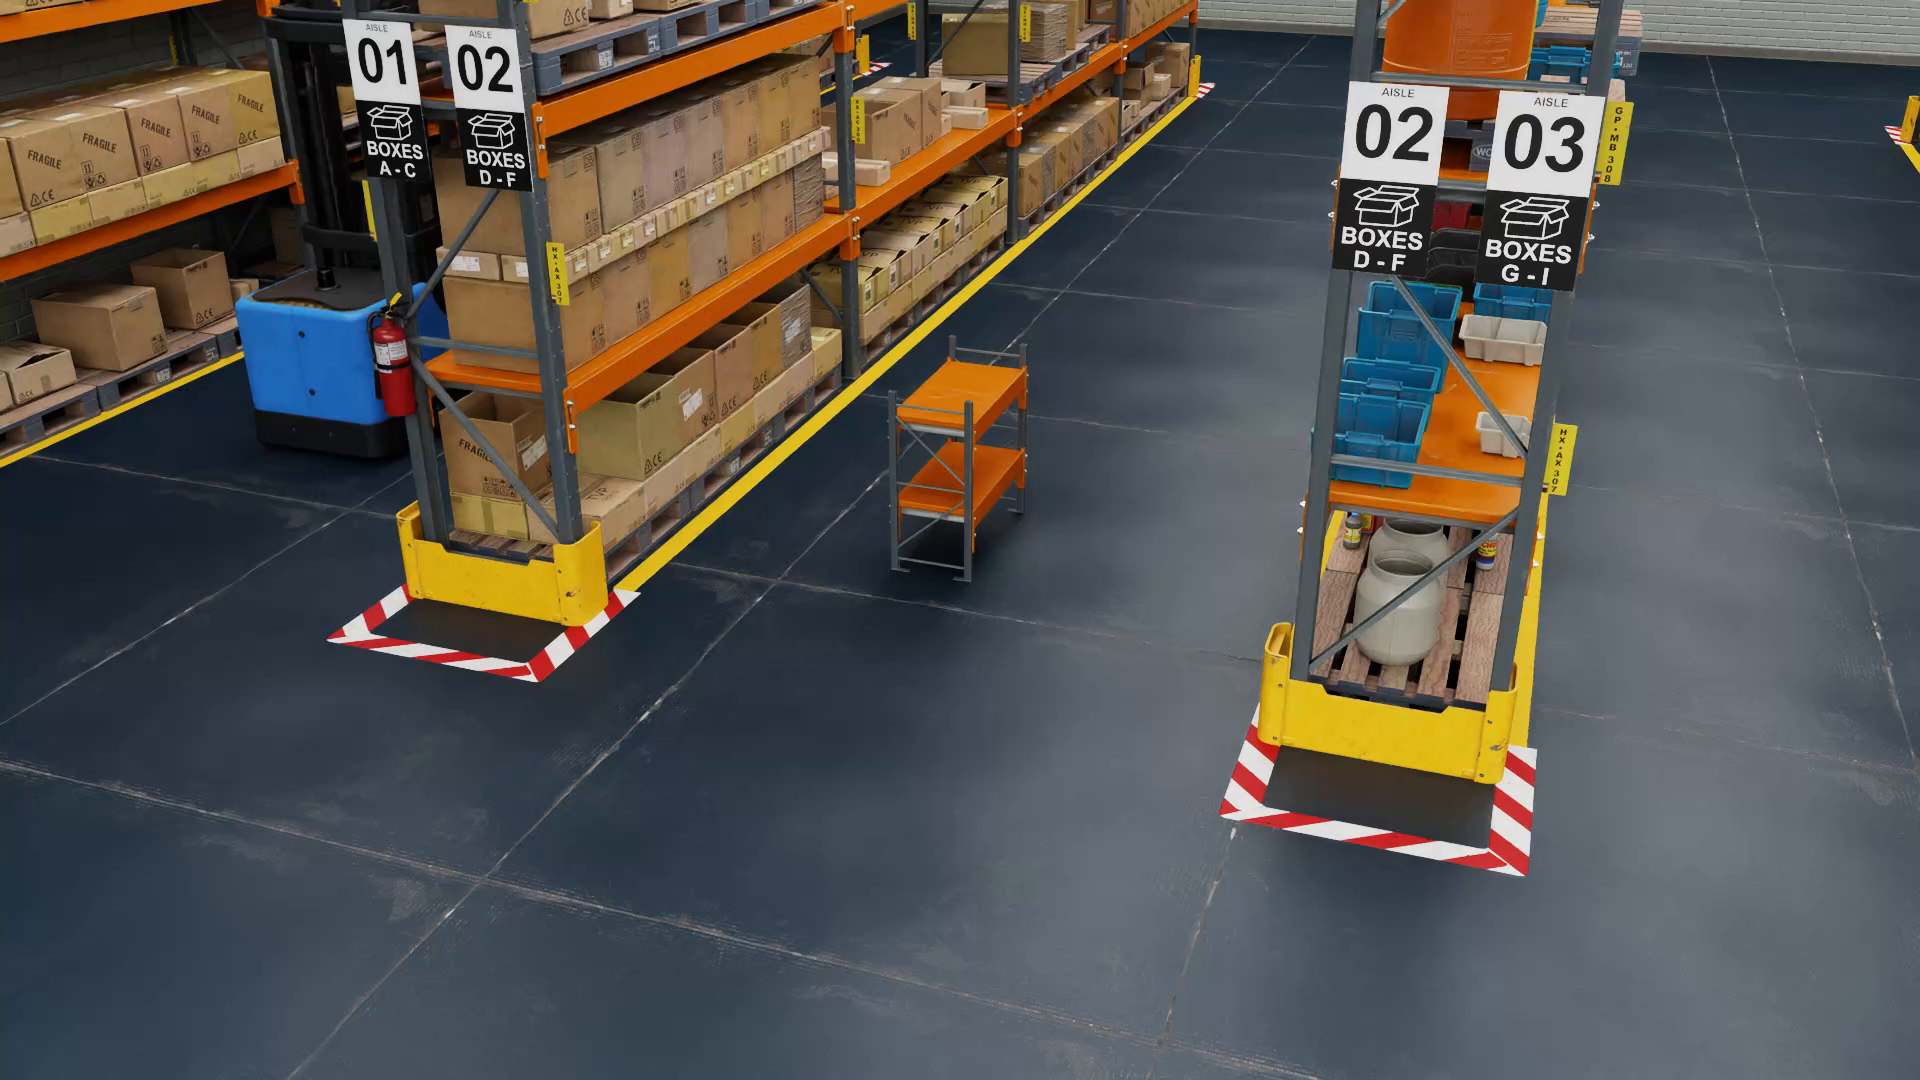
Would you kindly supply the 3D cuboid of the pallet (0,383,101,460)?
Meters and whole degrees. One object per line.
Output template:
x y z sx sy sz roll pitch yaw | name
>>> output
-6.932 -0.847 11.756 1.003 0.211 1.213 9 27 17 | pallet

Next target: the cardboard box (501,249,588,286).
-2.255 -1.492 9.030 0.380 0.149 0.250 9 27 17 | cardboard box

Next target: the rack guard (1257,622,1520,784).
2.062 0.782 8.061 1.175 0.500 0.348 9 27 17 | rack guard

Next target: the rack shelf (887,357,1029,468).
0.002 -0.772 9.883 0.538 0.278 1.000 9 27 17 | rack shelf

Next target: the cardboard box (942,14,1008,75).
0.177 -4.822 16.170 0.700 0.500 0.500 0 26 0 | cardboard box

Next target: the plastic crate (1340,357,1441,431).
2.187 -0.753 8.534 0.499 0.251 0.408 9 27 17 | plastic crate

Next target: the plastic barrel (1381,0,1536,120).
2.123 -2.256 7.050 0.600 0.830 0.708 9 27 17 | plastic barrel

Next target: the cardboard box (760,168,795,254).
-1.569 -2.313 11.470 0.700 0.500 0.500 8 27 17 | cardboard box

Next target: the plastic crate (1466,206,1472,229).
3.486 -2.440 11.866 0.392 0.384 0.575 9 27 17 | plastic crate

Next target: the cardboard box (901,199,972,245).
-0.206 -2.844 14.711 0.500 0.311 0.500 9 27 17 | cardboard box

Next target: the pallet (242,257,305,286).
-5.672 -2.451 15.069 1.003 0.211 1.213 9 27 17 | pallet

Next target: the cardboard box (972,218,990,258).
-0.040 -2.800 15.264 0.500 0.250 0.500 8 27 17 | cardboard box

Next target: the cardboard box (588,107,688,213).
-2.067 -2.290 9.934 0.700 0.500 0.500 9 27 18 | cardboard box

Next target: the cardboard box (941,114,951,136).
-0.298 -3.667 14.670 0.380 0.149 0.250 11 28 21 | cardboard box

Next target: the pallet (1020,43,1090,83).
0.716 -5.026 17.409 1.003 0.211 1.213 9 27 17 | pallet

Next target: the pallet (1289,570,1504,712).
2.338 0.579 8.812 1.003 0.211 1.213 9 27 17 | pallet

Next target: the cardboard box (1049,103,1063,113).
0.847 -4.645 18.765 0.500 0.500 0.500 9 27 18 | cardboard box

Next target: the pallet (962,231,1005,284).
-0.237 -2.725 15.636 1.003 0.211 1.213 9 27 17 | pallet

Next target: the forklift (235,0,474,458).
-3.921 -2.492 12.033 1.130 2.935 3.031 8 27 17 | forklift

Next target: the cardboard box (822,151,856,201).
-1.135 -2.810 12.783 0.500 0.250 0.500 11 28 21 | cardboard box

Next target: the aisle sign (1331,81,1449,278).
1.777 -1.489 6.899 0.394 0.787 0.004 9 27 17 | aisle sign

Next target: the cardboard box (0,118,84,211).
-6.467 -2.586 11.439 0.500 0.500 0.500 8 27 16 | cardboard box

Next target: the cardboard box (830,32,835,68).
-2.076 -7.079 23.815 0.700 0.500 0.500 9 27 17 | cardboard box

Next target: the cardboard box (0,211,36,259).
-6.640 -2.053 11.198 0.500 0.250 0.500 8 27 16 | cardboard box

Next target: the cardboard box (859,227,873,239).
-1.058 -2.500 14.001 0.500 0.311 0.500 9 27 17 | cardboard box

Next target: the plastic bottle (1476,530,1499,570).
2.978 0.025 9.382 0.097 0.271 0.097 0 26 0 | plastic bottle

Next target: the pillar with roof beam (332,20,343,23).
-1.788 -6.696 13.754 9.100 9.000 0.400 9 27 17 | pillar with roof beam

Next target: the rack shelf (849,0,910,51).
-0.592 -4.517 13.520 1.077 0.370 4.000 9 27 17 | rack shelf

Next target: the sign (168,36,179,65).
-6.455 -3.986 13.711 0.100 0.325 0.005 9 27 17 | sign

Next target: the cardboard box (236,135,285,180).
-5.802 -3.088 13.336 0.500 0.250 0.500 9 27 18 | cardboard box

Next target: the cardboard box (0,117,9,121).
-6.960 -2.664 11.598 0.500 0.500 0.500 8 27 16 | cardboard box

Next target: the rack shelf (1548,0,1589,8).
4.078 -3.797 12.034 1.077 0.370 4.000 9 27 17 | rack shelf

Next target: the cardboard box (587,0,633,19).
-2.031 -2.972 9.150 0.380 0.149 0.250 9 27 17 | cardboard box

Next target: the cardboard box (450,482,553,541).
-2.689 -0.240 9.976 0.500 0.250 0.500 9 27 17 | cardboard box

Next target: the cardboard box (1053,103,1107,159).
1.338 -4.583 18.637 0.500 0.500 0.500 9 27 18 | cardboard box

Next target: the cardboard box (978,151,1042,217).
0.495 -3.531 16.464 0.500 0.500 0.500 10 28 20 | cardboard box

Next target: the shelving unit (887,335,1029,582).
0.002 -0.509 10.011 0.538 1.125 1.048 9 27 17 | shelving unit

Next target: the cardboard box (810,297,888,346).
-0.890 -1.750 13.096 0.500 0.250 0.500 8 27 16 | cardboard box

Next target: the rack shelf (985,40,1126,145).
0.739 -4.811 17.569 1.077 0.370 4.000 9 27 17 | rack shelf

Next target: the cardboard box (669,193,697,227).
-1.828 -2.021 10.124 0.380 0.149 0.250 8 27 17 | cardboard box

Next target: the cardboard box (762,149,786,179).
-1.401 -2.546 11.206 0.380 0.149 0.250 9 27 17 | cardboard box

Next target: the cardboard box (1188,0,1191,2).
2.843 -7.422 22.021 0.500 0.500 0.500 10 27 19 | cardboard box

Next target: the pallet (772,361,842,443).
-1.562 -1.093 12.265 1.003 0.211 1.213 9 27 17 | pallet

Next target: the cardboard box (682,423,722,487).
-1.871 -0.576 10.671 0.500 0.250 0.500 9 27 17 | cardboard box

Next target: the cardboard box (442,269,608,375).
-2.421 -1.260 9.295 0.700 0.500 0.500 9 27 17 | cardboard box

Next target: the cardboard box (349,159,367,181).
-5.558 -3.282 15.090 0.500 0.250 0.500 8 27 16 | cardboard box

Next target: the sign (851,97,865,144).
-0.734 -3.014 11.949 0.100 0.325 0.005 9 27 17 | sign

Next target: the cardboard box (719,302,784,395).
-1.546 -1.326 11.359 0.500 0.500 0.500 9 27 17 | cardboard box

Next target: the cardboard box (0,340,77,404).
-6.756 -1.235 11.940 0.500 0.311 0.500 11 28 22 | cardboard box

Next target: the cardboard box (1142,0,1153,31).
1.999 -6.382 19.875 0.500 0.500 0.500 9 27 18 | cardboard box

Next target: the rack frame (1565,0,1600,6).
3.412 -4.649 9.526 1.000 3.000 0.127 9 27 17 | rack frame

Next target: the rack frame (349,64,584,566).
-2.589 -1.025 8.925 1.000 3.000 0.127 9 27 17 | rack frame

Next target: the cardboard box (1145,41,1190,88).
2.787 -6.414 22.419 0.500 0.500 0.500 9 27 17 | cardboard box
